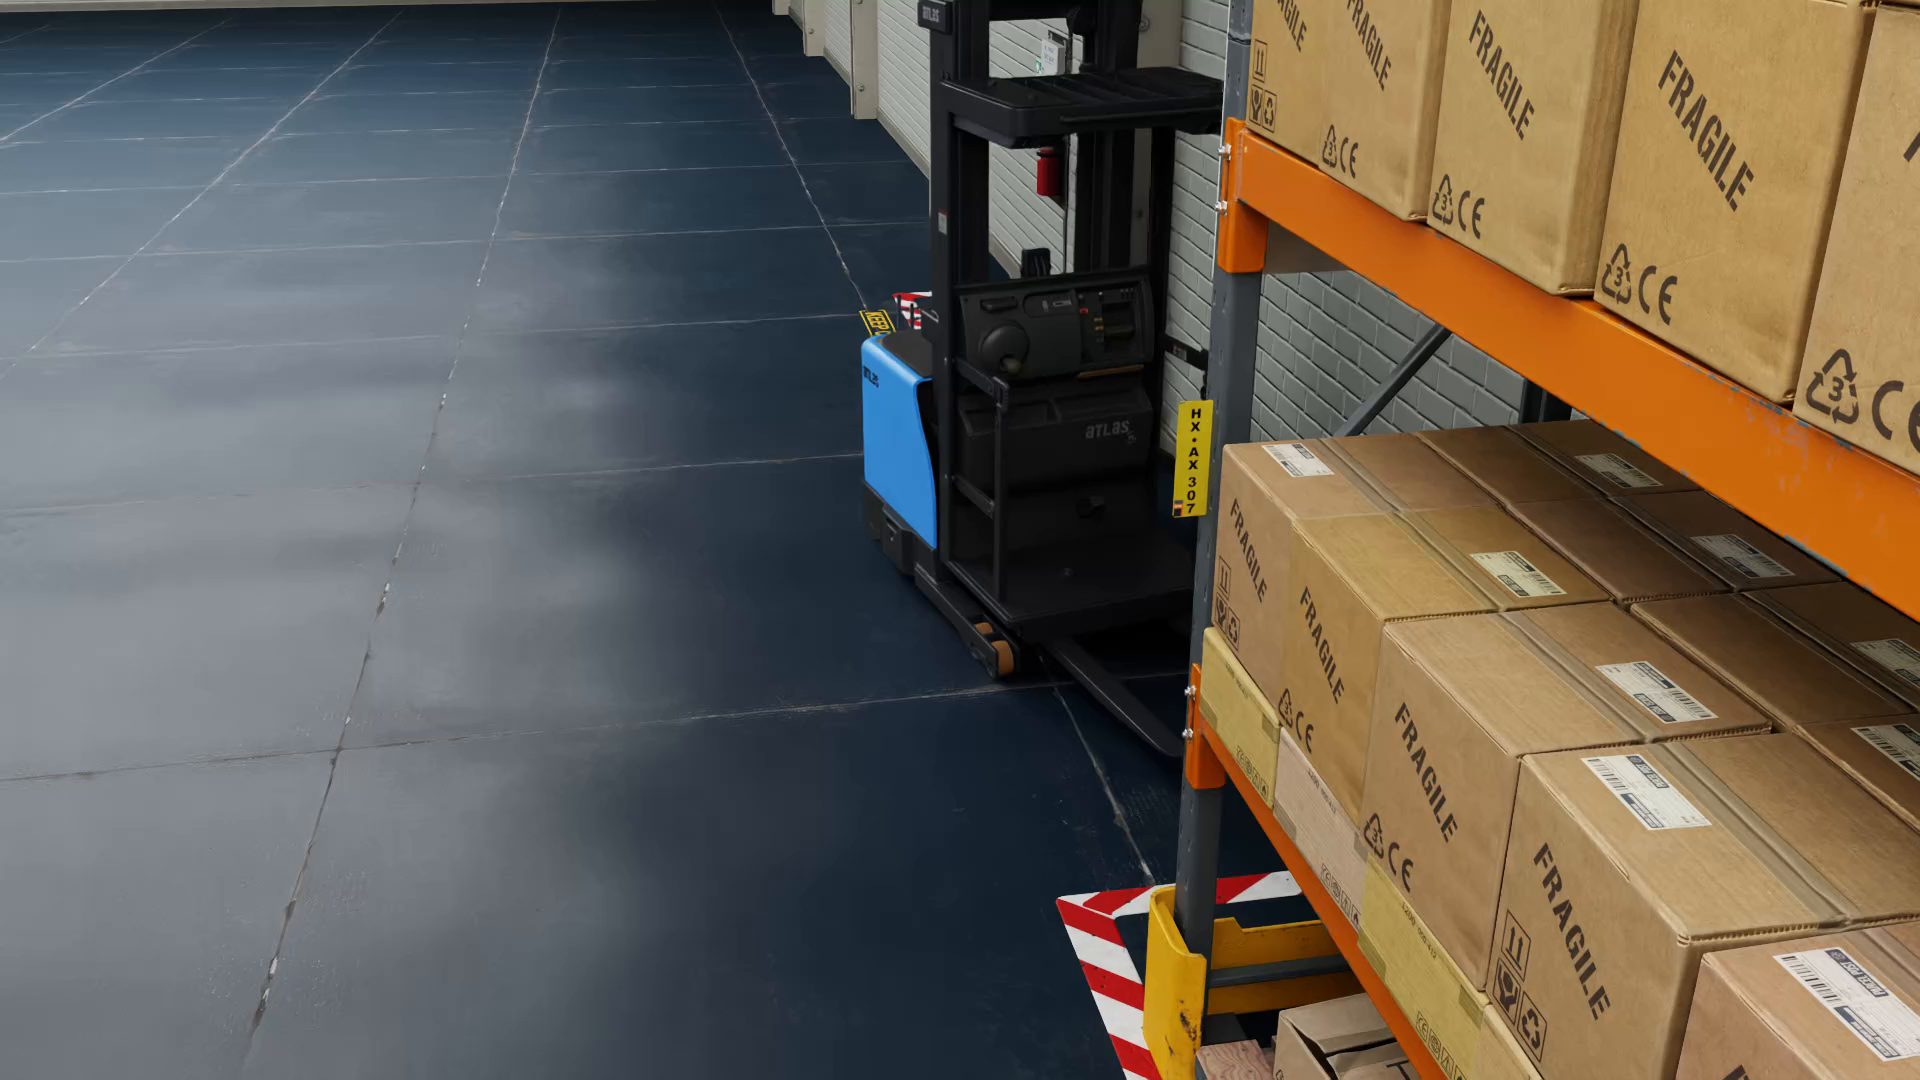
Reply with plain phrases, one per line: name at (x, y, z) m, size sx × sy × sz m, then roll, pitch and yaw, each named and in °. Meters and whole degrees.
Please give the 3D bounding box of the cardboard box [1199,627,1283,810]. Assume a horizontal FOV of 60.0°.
cardboard box at (0.932, 0.417, 4.209) m, size 0.500 × 0.250 × 0.500 m, roll -5°, pitch 24°, yaw -11°

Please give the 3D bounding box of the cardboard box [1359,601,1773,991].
cardboard box at (1.118, 0.467, 3.158) m, size 0.500 × 0.500 × 0.500 m, roll -5°, pitch 24°, yaw -11°

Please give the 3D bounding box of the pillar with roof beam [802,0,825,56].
pillar with roof beam at (-6.535, -11.517, 23.877) m, size 9.100 × 9.000 × 0.400 m, roll -4°, pitch 24°, yaw -10°

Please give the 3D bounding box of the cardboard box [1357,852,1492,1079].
cardboard box at (1.130, 0.821, 3.284) m, size 0.500 × 0.250 × 0.500 m, roll -5°, pitch 24°, yaw -11°

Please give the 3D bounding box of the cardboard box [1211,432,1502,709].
cardboard box at (0.947, 0.068, 4.071) m, size 0.500 × 0.500 × 0.500 m, roll -4°, pitch 24°, yaw -10°

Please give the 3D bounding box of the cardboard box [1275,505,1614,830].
cardboard box at (1.028, 0.263, 3.625) m, size 0.500 × 0.500 × 0.500 m, roll -4°, pitch 24°, yaw -10°

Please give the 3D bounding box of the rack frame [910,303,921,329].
rack frame at (-0.146, -0.682, 8.812) m, size 0.240 × 1.200 × 0.006 m, roll -10°, pitch 25°, yaw -21°

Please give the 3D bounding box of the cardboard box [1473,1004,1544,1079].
cardboard box at (1.222, 1.020, 2.828) m, size 0.500 × 0.250 × 0.500 m, roll -4°, pitch 24°, yaw -9°

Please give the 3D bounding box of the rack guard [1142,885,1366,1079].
rack guard at (1.168, 1.318, 5.108) m, size 1.175 × 0.500 × 0.348 m, roll -4°, pitch 24°, yaw -10°

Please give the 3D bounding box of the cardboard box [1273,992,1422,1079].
cardboard box at (1.193, 1.452, 4.488) m, size 0.500 × 0.311 × 0.500 m, roll -7°, pitch 25°, yaw -16°

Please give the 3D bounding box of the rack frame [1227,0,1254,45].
rack frame at (1.154, -2.607, 3.476) m, size 1.000 × 3.000 × 0.127 m, roll -4°, pitch 24°, yaw -10°

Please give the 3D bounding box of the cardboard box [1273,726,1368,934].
cardboard box at (1.042, 0.621, 3.744) m, size 0.500 × 0.250 × 0.500 m, roll -5°, pitch 24°, yaw -11°

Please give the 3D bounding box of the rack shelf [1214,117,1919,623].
rack shelf at (1.524, -0.116, 2.419) m, size 1.077 × 0.370 × 4.000 m, roll -4°, pitch 24°, yaw -10°

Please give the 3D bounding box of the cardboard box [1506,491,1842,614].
cardboard box at (1.533, 0.227, 3.709) m, size 0.500 × 0.500 × 0.500 m, roll -4°, pitch 24°, yaw -9°

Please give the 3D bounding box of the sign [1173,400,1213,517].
sign at (0.621, -0.214, 4.411) m, size 0.100 × 0.325 × 0.005 m, roll -4°, pitch 24°, yaw -10°

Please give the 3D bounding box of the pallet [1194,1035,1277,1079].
pallet at (1.283, 1.772, 4.428) m, size 1.003 × 0.211 × 1.213 m, roll -4°, pitch 24°, yaw -10°

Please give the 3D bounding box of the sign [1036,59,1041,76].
sign at (0.596, -3.463, 12.225) m, size 0.001 × 0.109 × 0.331 m, roll -4°, pitch 24°, yaw -10°

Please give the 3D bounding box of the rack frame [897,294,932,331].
rack frame at (-0.217, -0.749, 8.966) m, size 0.240 × 1.200 × 0.006 m, roll -10°, pitch 25°, yaw -21°

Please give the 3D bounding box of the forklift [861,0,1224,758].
forklift at (0.525, -0.927, 7.210) m, size 1.130 × 2.935 × 3.031 m, roll -10°, pitch 25°, yaw -21°

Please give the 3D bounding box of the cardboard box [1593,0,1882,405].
cardboard box at (1.254, -0.510, 2.273) m, size 0.500 × 0.500 × 0.500 m, roll -3°, pitch 24°, yaw -6°

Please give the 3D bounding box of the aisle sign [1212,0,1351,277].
aisle sign at (0.846, -1.055, 4.170) m, size 0.394 × 0.787 × 0.004 m, roll -4°, pitch 24°, yaw -10°

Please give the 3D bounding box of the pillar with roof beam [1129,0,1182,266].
pillar with roof beam at (-3.207, -4.437, 7.666) m, size 9.100 × 9.000 × 0.400 m, roll -4°, pitch 24°, yaw -10°

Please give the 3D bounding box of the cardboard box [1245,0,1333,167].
cardboard box at (0.970, -1.137, 3.708) m, size 0.500 × 0.500 × 0.500 m, roll -4°, pitch 24°, yaw -8°

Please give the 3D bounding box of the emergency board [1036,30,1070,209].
emergency board at (0.604, -2.981, 11.828) m, size 0.194 × 1.169 × 0.643 m, roll -4°, pitch 24°, yaw -10°

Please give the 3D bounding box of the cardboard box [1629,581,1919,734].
cardboard box at (1.633, 0.430, 3.244) m, size 0.500 × 0.500 × 0.500 m, roll -5°, pitch 24°, yaw -11°

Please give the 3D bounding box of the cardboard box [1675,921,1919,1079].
cardboard box at (1.322, 0.874, 2.227) m, size 0.500 × 0.500 × 0.500 m, roll -5°, pitch 24°, yaw -11°

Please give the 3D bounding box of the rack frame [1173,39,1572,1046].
rack frame at (1.154, 0.142, 4.676) m, size 1.000 × 3.000 × 0.127 m, roll -4°, pitch 24°, yaw -10°

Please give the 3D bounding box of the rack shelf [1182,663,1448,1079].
rack shelf at (1.524, 1.259, 3.019) m, size 1.077 × 0.370 × 4.000 m, roll -4°, pitch 24°, yaw -10°

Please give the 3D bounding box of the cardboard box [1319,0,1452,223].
cardboard box at (1.034, -0.923, 3.219) m, size 0.500 × 0.500 × 0.500 m, roll -3°, pitch 24°, yaw -6°

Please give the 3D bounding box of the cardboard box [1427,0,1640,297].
cardboard box at (1.134, -0.719, 2.752) m, size 0.500 × 0.500 × 0.500 m, roll -3°, pitch 24°, yaw -7°

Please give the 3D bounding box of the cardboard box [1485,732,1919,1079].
cardboard box at (1.225, 0.669, 2.695) m, size 0.500 × 0.500 × 0.500 m, roll -4°, pitch 24°, yaw -8°

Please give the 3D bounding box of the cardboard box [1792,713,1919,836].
cardboard box at (1.726, 0.628, 2.790) m, size 0.500 × 0.500 × 0.500 m, roll -4°, pitch 24°, yaw -9°

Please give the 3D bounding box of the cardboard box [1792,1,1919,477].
cardboard box at (1.337, -0.309, 1.813) m, size 0.500 × 0.500 × 0.500 m, roll -5°, pitch 24°, yaw -12°

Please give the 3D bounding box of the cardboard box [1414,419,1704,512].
cardboard box at (1.450, 0.028, 4.164) m, size 0.500 × 0.500 × 0.500 m, roll -5°, pitch 24°, yaw -10°

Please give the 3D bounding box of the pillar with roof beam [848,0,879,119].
pillar with roof beam at (-5.426, -9.157, 18.473) m, size 9.100 × 9.000 × 0.400 m, roll -4°, pitch 24°, yaw -10°

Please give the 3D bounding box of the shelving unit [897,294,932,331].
shelving unit at (-0.181, -0.716, 8.889) m, size 0.258 × 1.200 × 0.189 m, roll -10°, pitch 25°, yaw -21°

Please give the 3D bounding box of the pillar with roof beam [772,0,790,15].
pillar with roof beam at (-7.645, -13.877, 29.280) m, size 9.100 × 9.000 × 0.400 m, roll -4°, pitch 24°, yaw -10°
